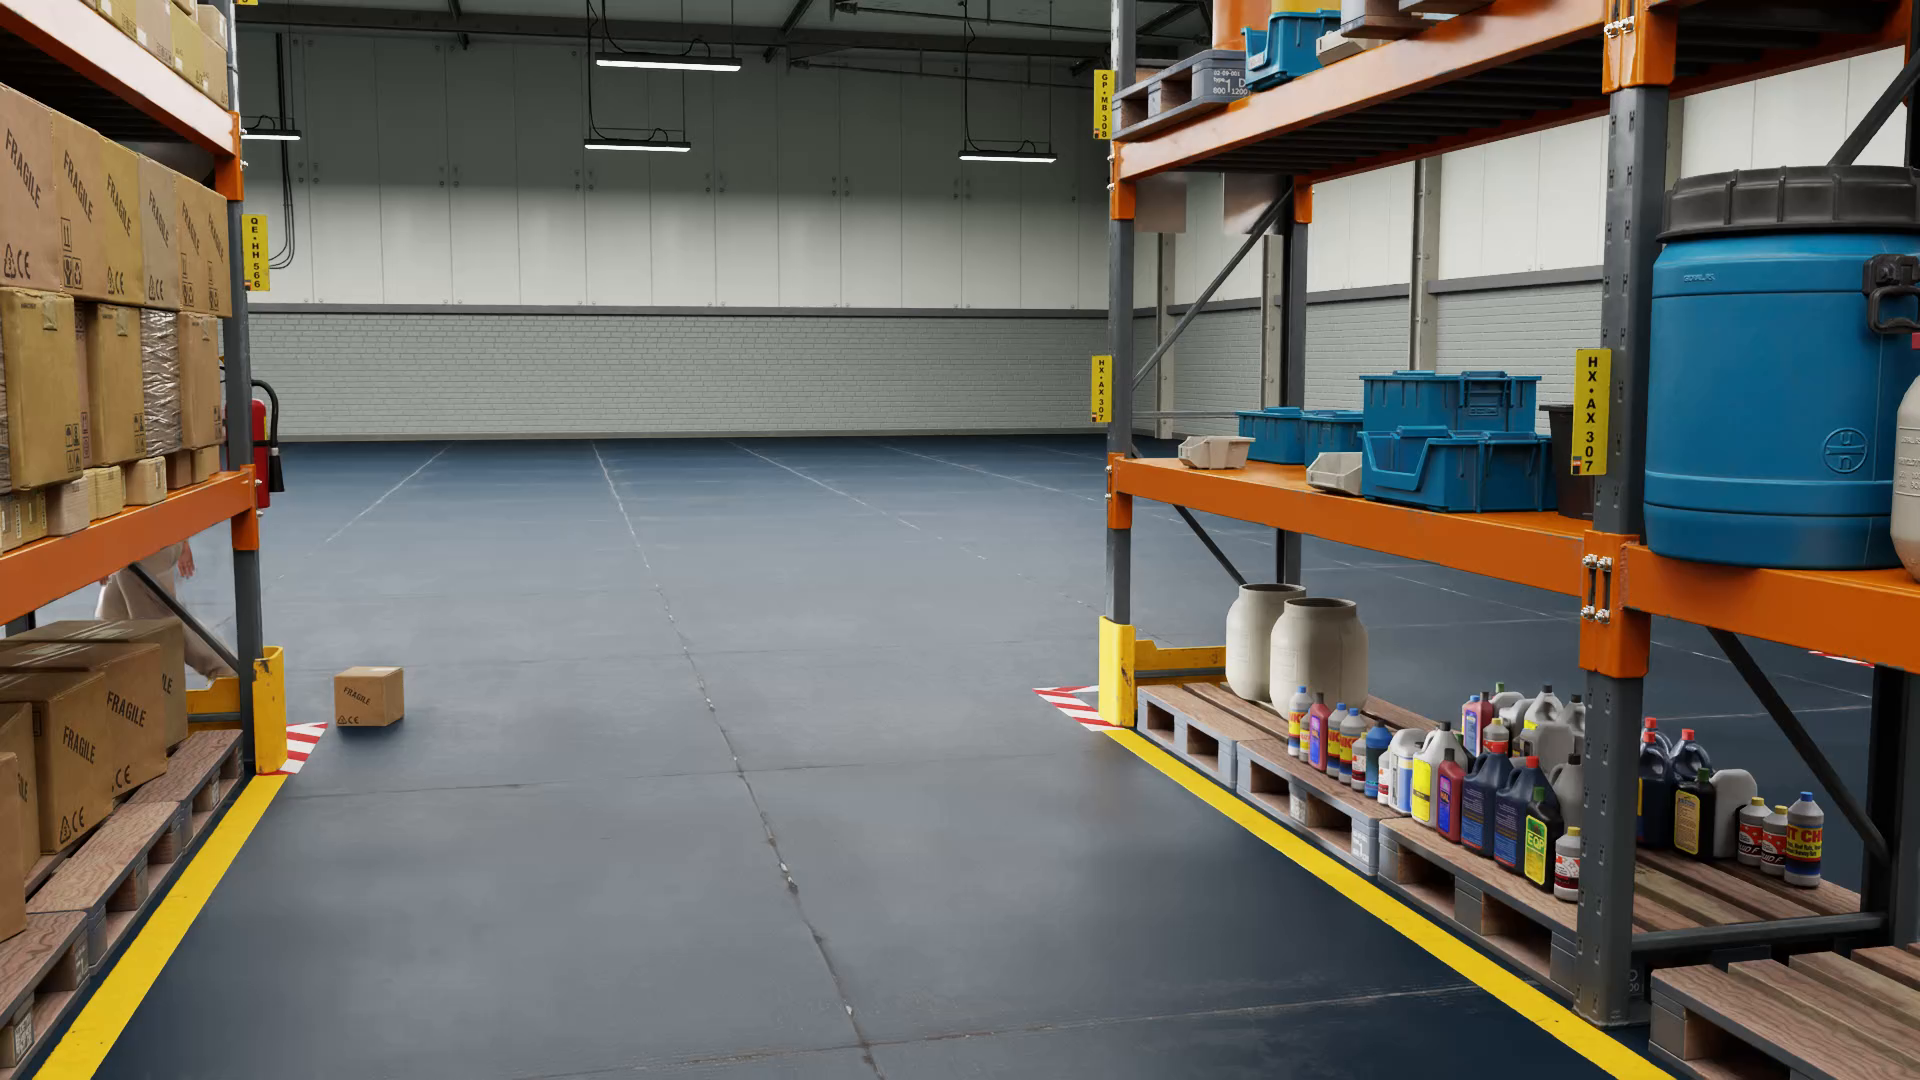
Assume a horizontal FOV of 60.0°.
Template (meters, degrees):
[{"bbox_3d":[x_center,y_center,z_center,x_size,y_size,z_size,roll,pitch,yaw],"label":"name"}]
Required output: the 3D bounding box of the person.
[{"bbox_3d":[-4.054,0.030,8.228,0.975,1.685,0.587,-1,6,-9],"label":"person"}]
